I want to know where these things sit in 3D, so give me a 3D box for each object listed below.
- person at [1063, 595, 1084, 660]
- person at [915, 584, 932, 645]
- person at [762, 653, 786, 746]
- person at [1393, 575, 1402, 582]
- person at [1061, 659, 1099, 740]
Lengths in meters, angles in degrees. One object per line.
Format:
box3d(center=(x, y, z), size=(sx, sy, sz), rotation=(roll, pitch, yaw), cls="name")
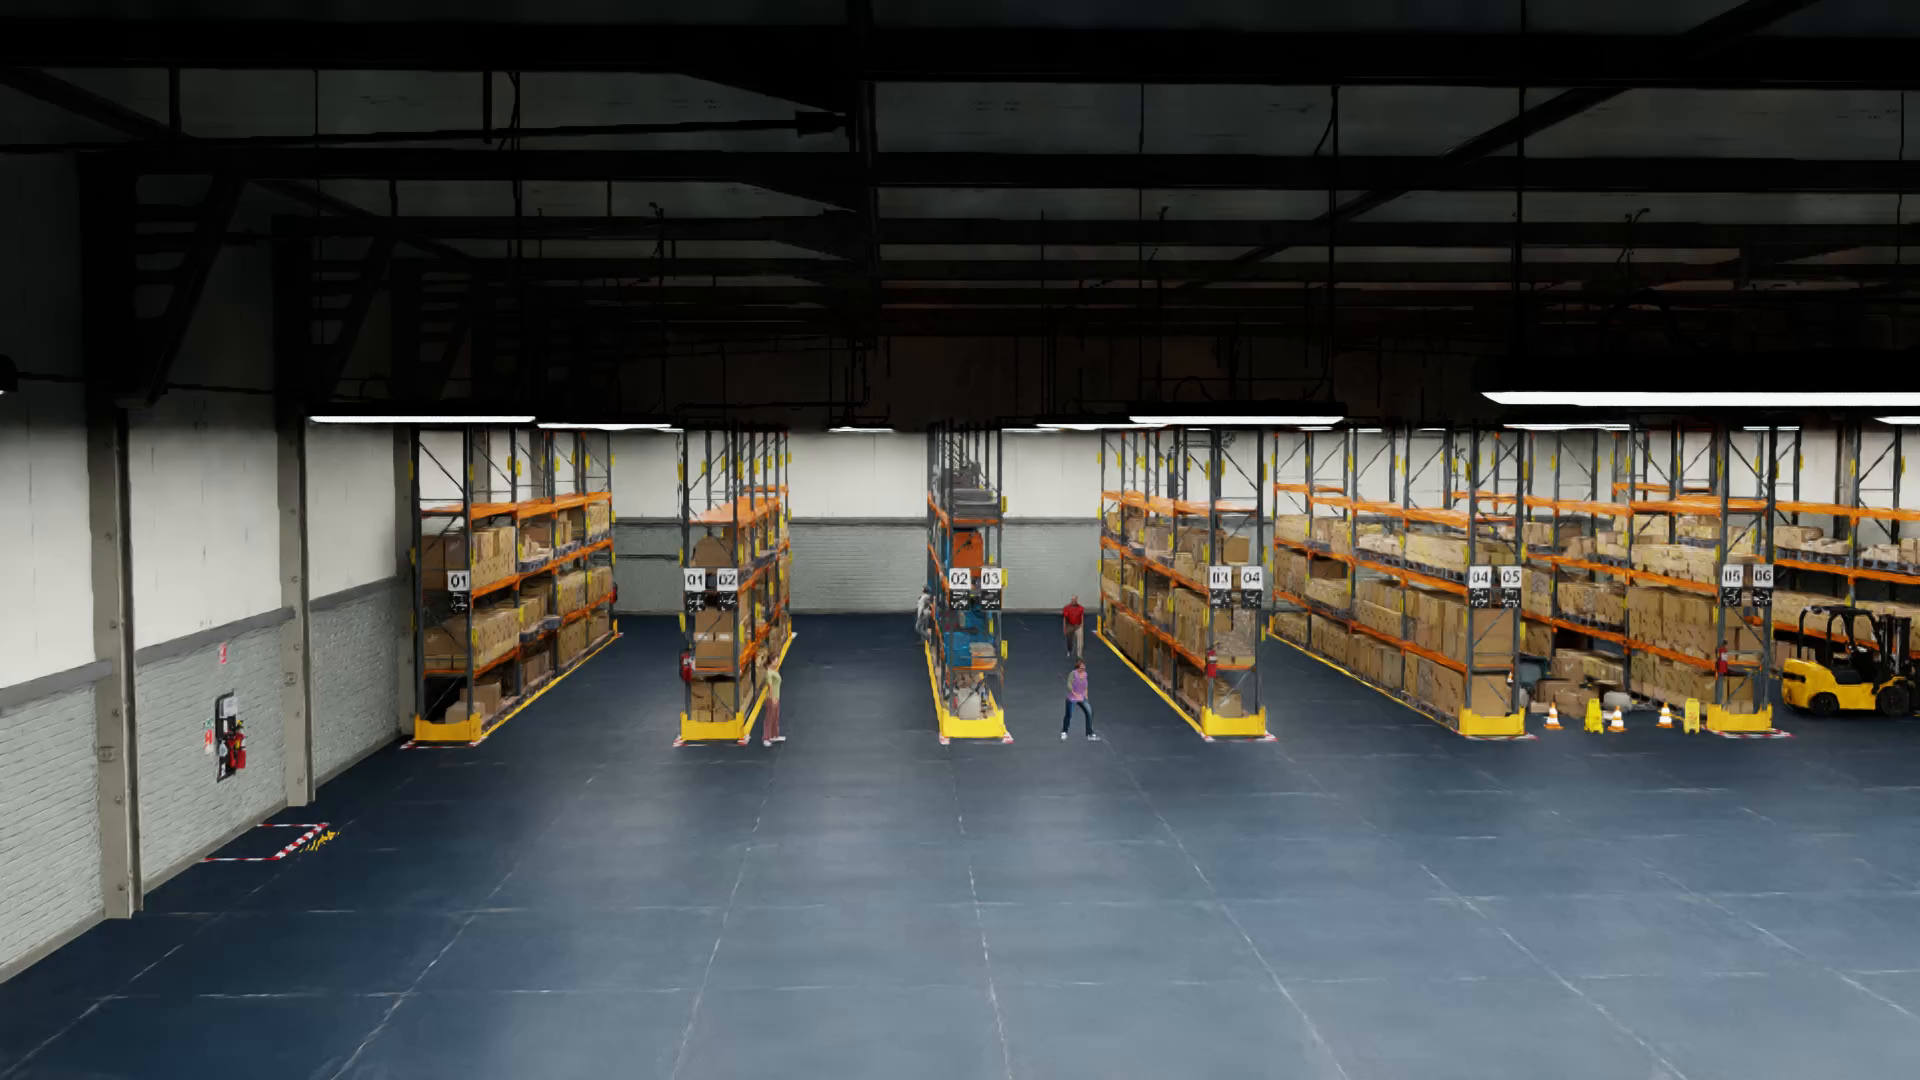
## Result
box3d(center=(2.862, 2.194, 42.021), size=(0.537, 1.645, 1.116), rotation=(0, 4, -1), cls="person")
box3d(center=(-0.981, 2.022, 44.609), size=(0.562, 1.644, 0.592), rotation=(1, 4, 17), cls="person")
box3d(center=(-3.436, 2.908, 30.586), size=(0.386, 1.679, 0.623), rotation=(0, 4, 3), cls="person")
box3d(center=(12.992, 1.649, 49.708), size=(0.470, 1.763, 0.694), rotation=(2, 4, 31), cls="person")
box3d(center=(2.202, 2.960, 31.043), size=(0.574, 1.535, 0.749), rotation=(-2, 4, -23), cls="person")
